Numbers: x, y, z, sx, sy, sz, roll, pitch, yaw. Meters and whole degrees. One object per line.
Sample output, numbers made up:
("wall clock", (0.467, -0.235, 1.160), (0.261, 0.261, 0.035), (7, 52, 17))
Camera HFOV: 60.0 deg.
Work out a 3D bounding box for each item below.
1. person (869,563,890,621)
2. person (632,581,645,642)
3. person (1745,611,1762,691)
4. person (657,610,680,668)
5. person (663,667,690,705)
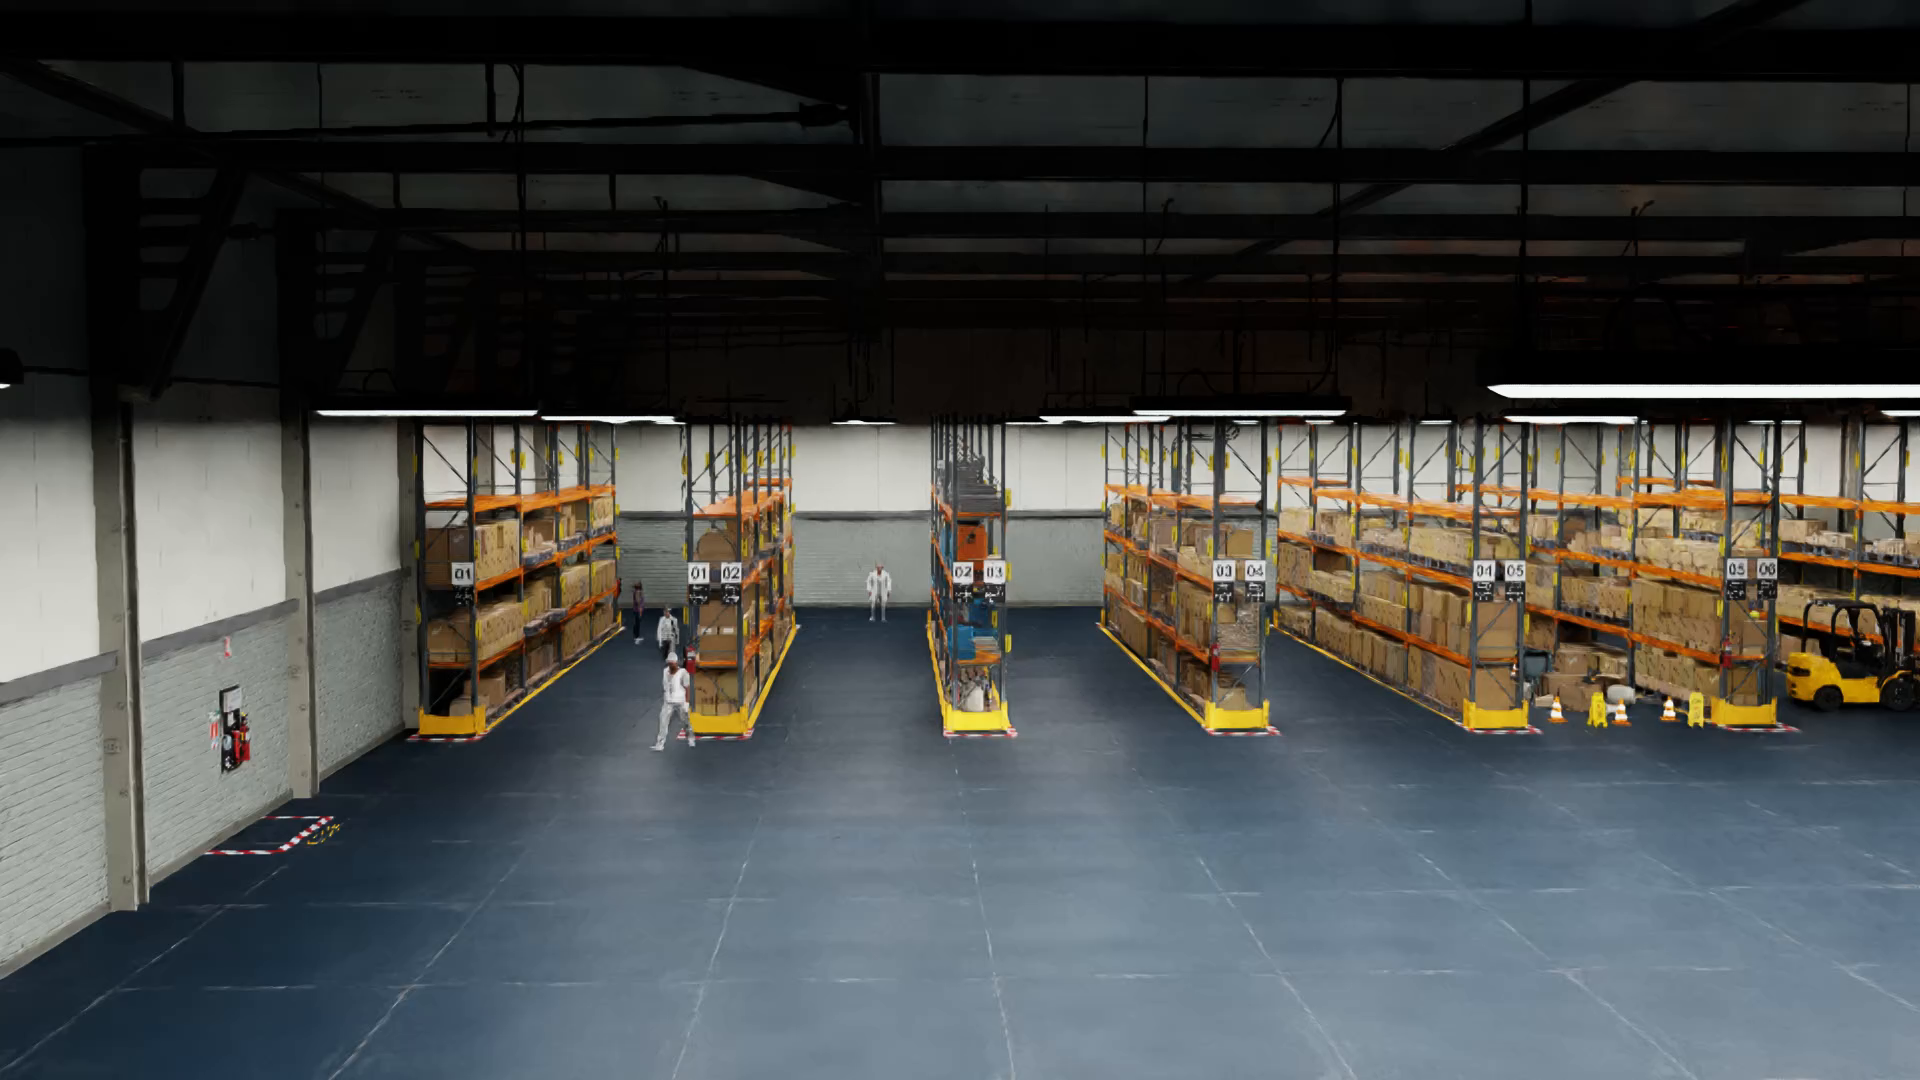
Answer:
("person", (-2.382, 1.537, 48.891), (0.688, 1.733, 0.546), (0, 4, -3))
("person", (-8.564, 1.893, 44.295), (0.341, 1.605, 0.559), (-1, 4, -13))
("person", (16.998, 2.369, 35.624), (0.378, 1.700, 0.625), (2, 4, 27))
("person", (-6.772, 2.296, 38.543), (0.495, 1.571, 1.077), (0, 4, 0))
("person", (-5.025, 2.566, 29.414), (0.561, 0.664, 0.392), (1, 4, 21))
